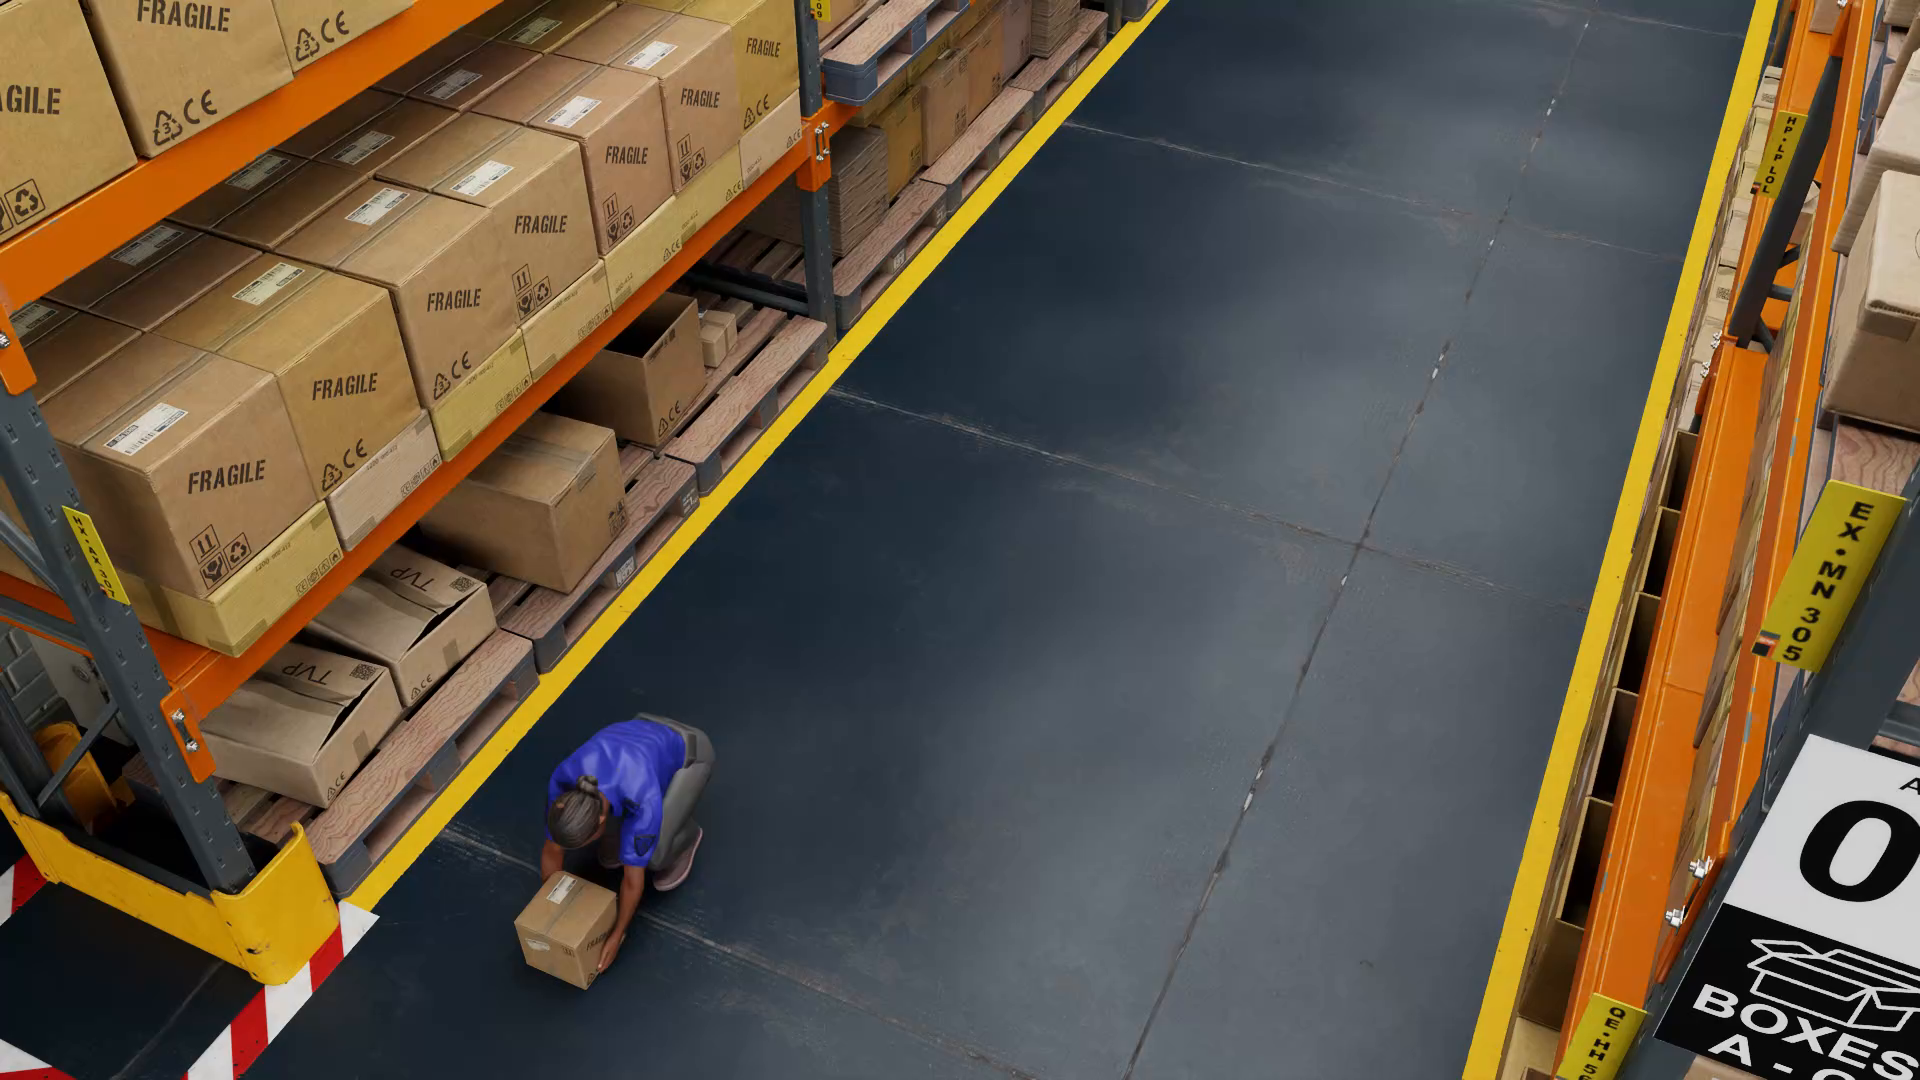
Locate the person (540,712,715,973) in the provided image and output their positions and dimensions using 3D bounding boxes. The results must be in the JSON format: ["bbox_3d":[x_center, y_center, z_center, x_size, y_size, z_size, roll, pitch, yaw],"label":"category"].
[{"bbox_3d":[-1.175,0.942,5.800,0.462,0.799,0.848,17,45,18],"label":"person"}]
